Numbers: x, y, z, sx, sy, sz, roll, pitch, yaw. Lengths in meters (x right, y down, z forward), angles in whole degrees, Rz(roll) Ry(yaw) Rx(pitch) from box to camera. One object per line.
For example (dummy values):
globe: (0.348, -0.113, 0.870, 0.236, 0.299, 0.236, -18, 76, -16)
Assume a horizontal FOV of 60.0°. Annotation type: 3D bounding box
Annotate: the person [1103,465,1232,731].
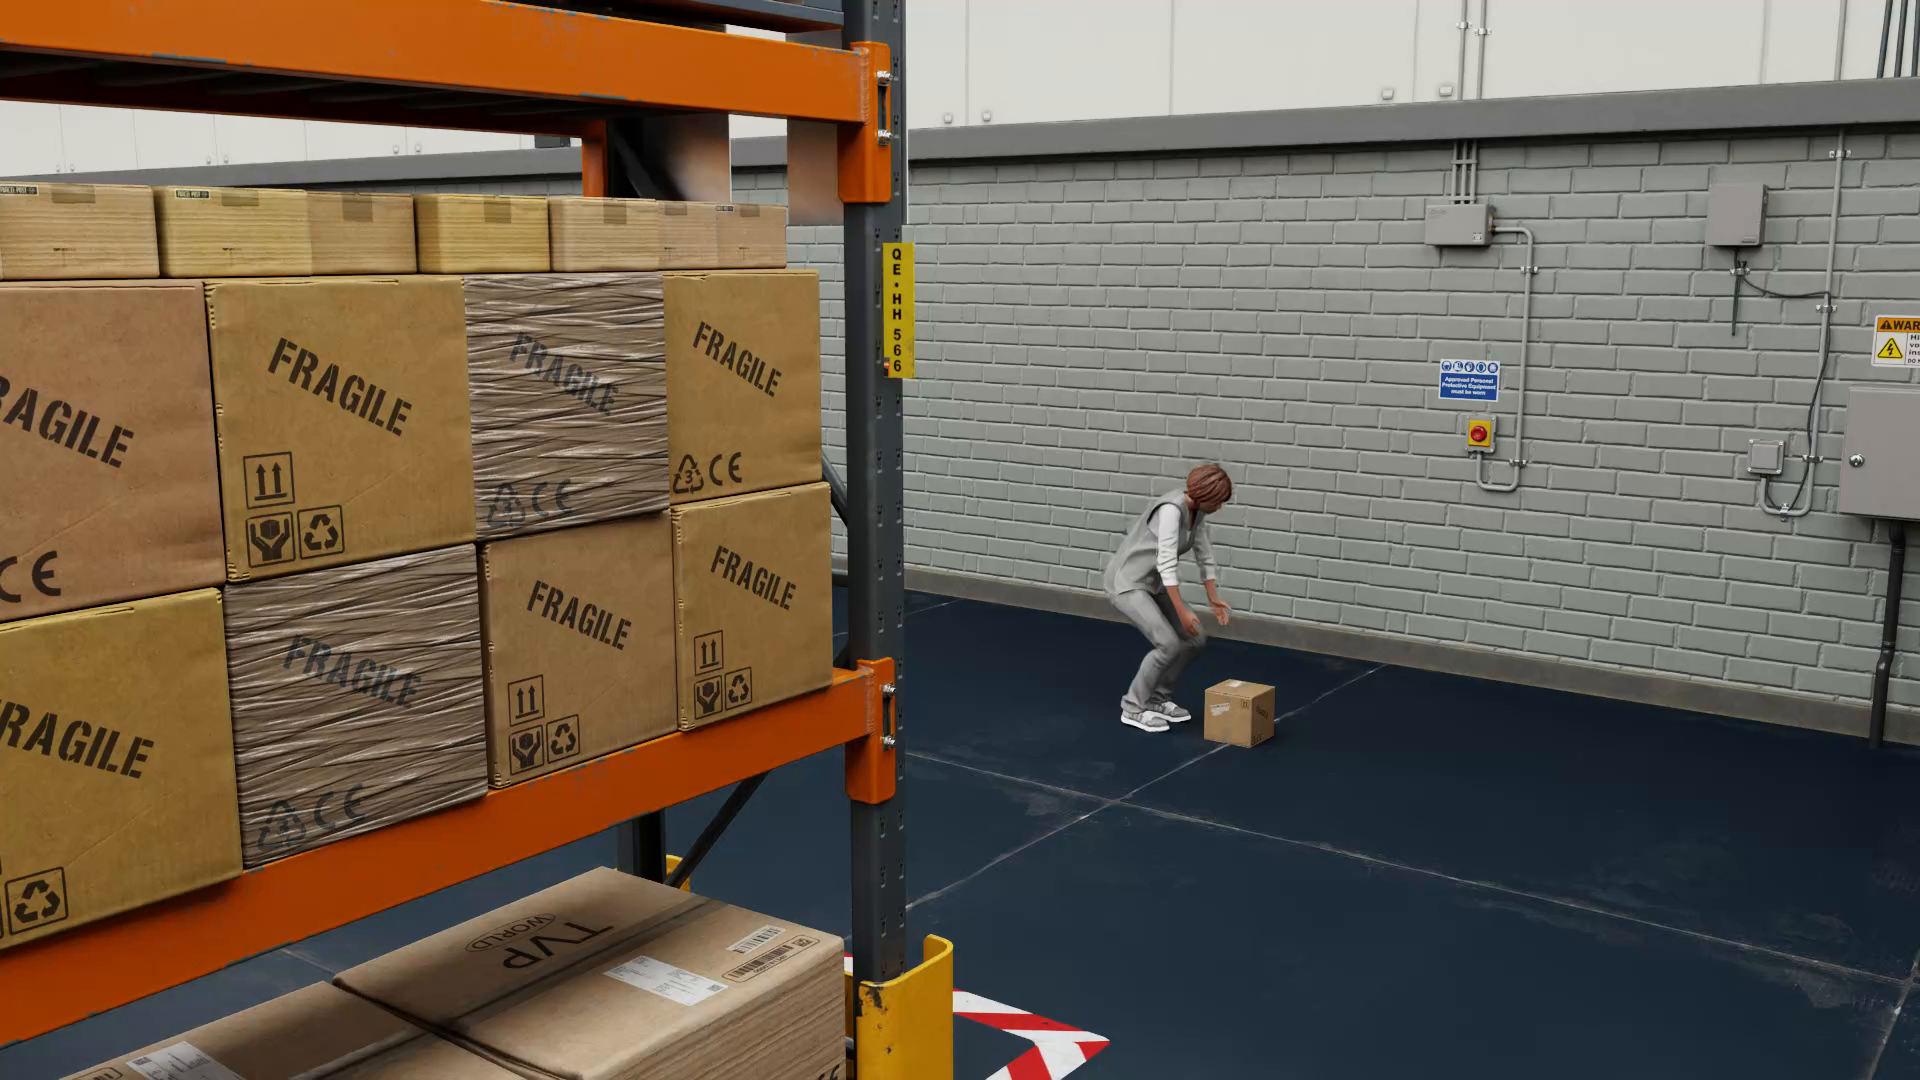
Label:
person: (1.033, 0.275, 8.225, 0.640, 1.310, 0.462, 7, 12, 36)
